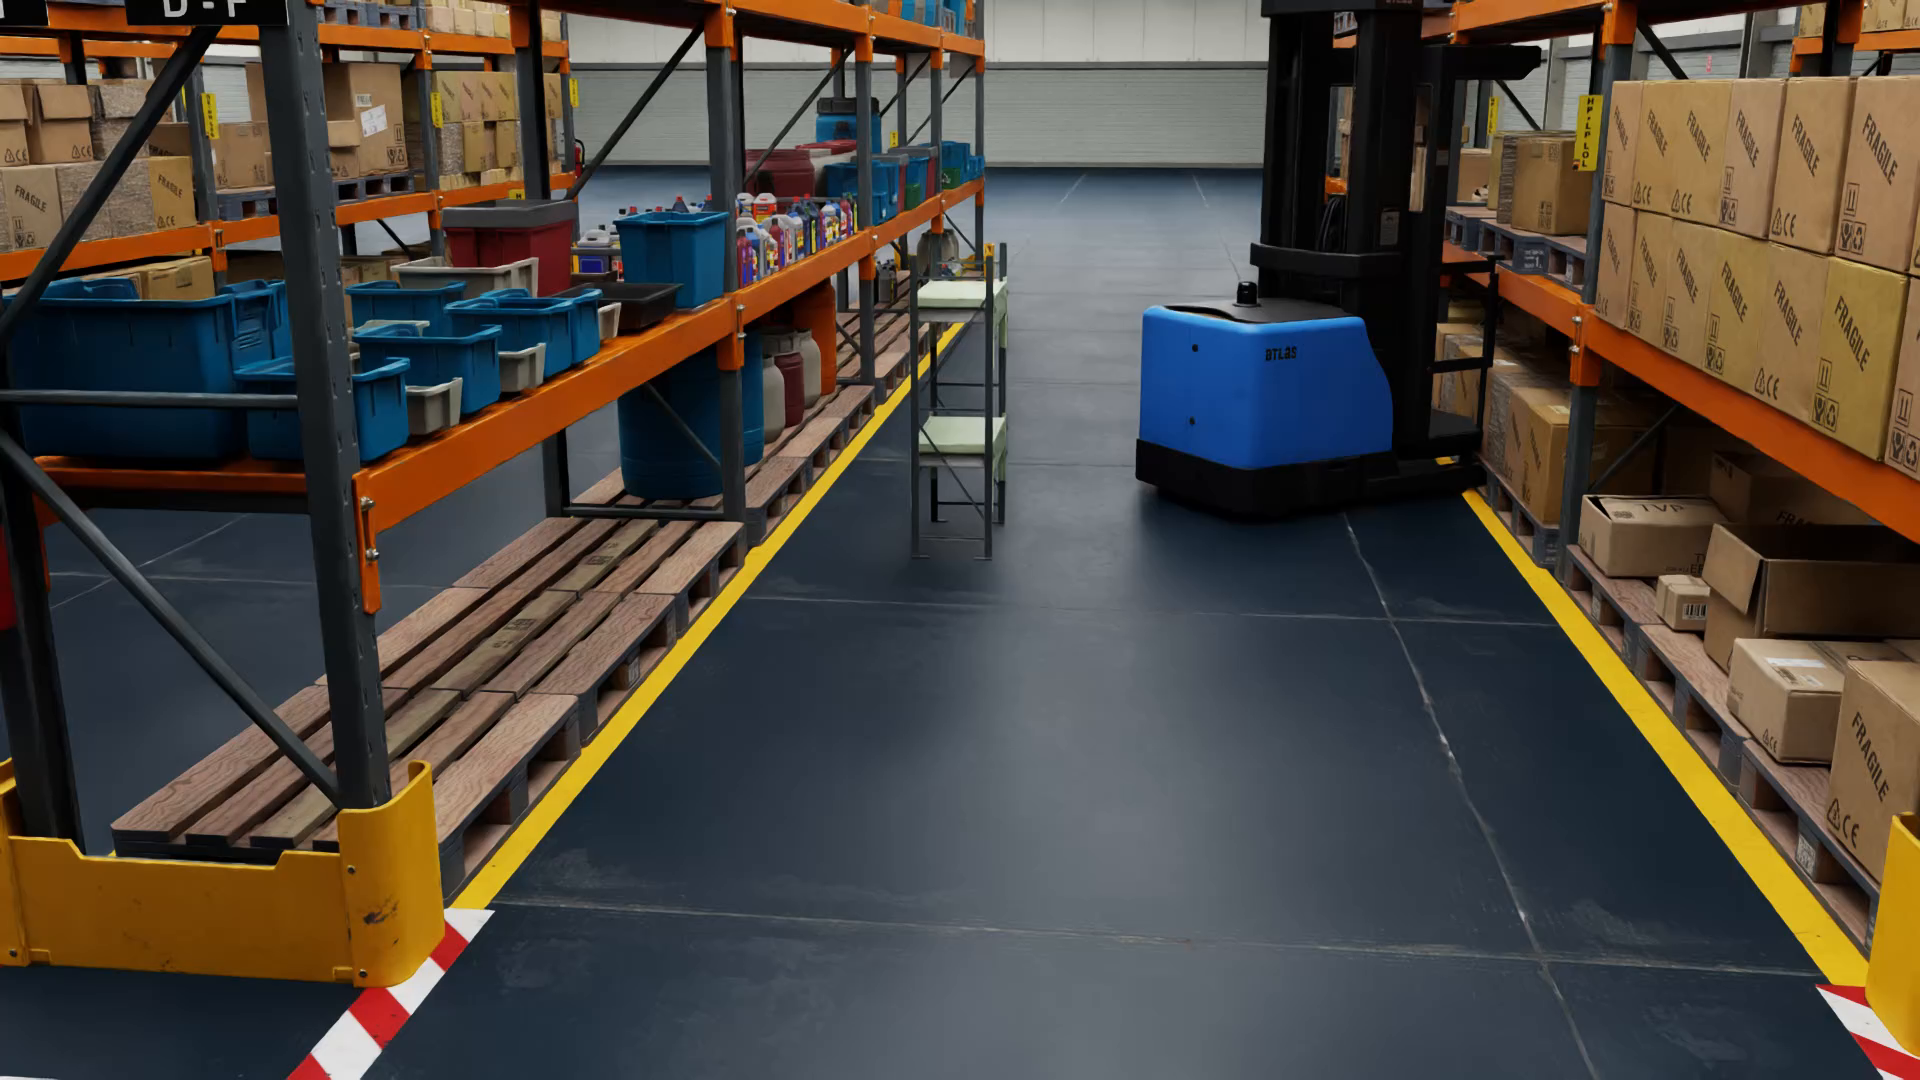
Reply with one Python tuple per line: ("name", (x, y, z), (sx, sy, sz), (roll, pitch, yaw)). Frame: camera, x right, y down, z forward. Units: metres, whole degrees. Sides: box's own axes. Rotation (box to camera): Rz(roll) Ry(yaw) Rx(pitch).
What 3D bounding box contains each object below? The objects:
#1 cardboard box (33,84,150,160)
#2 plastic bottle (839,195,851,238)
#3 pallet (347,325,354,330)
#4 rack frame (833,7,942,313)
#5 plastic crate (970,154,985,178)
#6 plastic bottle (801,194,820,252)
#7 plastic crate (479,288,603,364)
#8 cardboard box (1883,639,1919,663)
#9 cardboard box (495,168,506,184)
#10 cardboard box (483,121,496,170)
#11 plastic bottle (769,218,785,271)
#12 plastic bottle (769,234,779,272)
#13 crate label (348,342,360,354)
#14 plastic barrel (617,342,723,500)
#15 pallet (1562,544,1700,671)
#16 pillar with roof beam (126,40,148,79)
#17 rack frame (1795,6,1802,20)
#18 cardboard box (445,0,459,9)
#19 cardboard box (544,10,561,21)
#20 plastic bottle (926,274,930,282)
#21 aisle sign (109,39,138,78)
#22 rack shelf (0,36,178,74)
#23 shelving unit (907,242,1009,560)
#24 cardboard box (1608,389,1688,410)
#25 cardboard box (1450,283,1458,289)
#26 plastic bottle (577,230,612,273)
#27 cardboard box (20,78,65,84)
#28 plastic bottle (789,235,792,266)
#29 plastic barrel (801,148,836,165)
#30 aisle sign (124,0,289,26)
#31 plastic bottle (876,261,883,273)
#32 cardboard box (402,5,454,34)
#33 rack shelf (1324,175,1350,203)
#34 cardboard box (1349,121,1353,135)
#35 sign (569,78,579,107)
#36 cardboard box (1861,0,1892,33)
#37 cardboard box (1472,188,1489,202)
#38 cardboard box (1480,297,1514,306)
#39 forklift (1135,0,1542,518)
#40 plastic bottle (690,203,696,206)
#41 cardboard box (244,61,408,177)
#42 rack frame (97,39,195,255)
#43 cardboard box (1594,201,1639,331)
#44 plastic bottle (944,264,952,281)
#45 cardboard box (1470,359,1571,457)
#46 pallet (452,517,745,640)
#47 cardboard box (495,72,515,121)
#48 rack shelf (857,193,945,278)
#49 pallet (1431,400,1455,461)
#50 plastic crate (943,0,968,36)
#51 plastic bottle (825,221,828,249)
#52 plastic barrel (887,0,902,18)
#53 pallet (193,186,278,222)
("cardboard box", (-6.147, -2.909, 11.560), (0.797, 0.503, 0.637), (2, 15, 8))
("plastic bottle", (-0.775, -2.186, 11.224), (0.061, 0.283, 0.133), (2, 15, 6))
("pallet", (-5.819, -1.738, 14.684), (1.003, 0.211, 1.213), (2, 15, 6))
("rack frame", (-0.676, -3.457, 15.701), (1.000, 3.000, 0.127), (2, 15, 6))
("plastic crate", (0.016, -4.284, 19.045), (0.499, 0.251, 0.616), (2, 15, 6))
("plastic bottle", (-0.937, -1.942, 10.192), (0.144, 0.351, 0.185), (2, 15, 6))
("plastic crate", (-1.493, -0.767, 5.957), (0.416, 0.233, 0.300), (2, 15, 6))
("cardboard box", (3.347, 0.525, 5.399), (0.500, 0.250, 0.500), (2, 15, 6))
("cardboard box", (-5.118, -3.918, 17.887), (0.380, 0.149, 0.250), (2, 15, 6))
("cardboard box", (-5.437, -4.171, 17.580), (0.875, 0.500, 0.500), (2, 15, 6))
("plastic bottle", (-1.013, -1.639, 9.200), (0.061, 0.283, 0.133), (2, 15, 6))
("plastic bottle", (-1.044, -1.570, 9.102), (0.097, 0.201, 0.097), (0, 15, 0))
("crate label", (-2.064, -0.611, 5.566), (0.396, 0.136, 0.243), (2, 15, 6))
("plastic barrel", (-1.500, -0.713, 8.767), (0.600, 0.901, 0.708), (2, 15, 6))
("pallet", (3.264, 0.289, 7.190), (1.003, 0.211, 1.213), (2, 15, 6))
("pillar with roof beam", (-14.591, -12.361, 37.137), (9.100, 9.000, 0.400), (2, 15, 6))
("rack frame", (9.619, -7.099, 17.676), (1.000, 3.000, 0.127), (2, 15, 6))
("cardboard box", (-5.240, -5.387, 16.616), (0.380, 0.149, 0.250), (2, 15, 7))
("cardboard box", (-4.867, -6.127, 19.353), (0.380, 0.149, 0.250), (2, 15, 6))
("plastic bottle", (-0.301, -2.516, 16.580), (0.061, 0.283, 0.133), (2, 15, 6))
("aisle sign", (-10.353, -6.095, 20.476), (0.394, 0.787, 0.004), (2, 15, 6))
("rack shelf", (-10.289, -5.395, 18.499), (1.077, 0.370, 4.000), (2, 15, 6))
("shelving unit", (0.001, -0.726, 8.473), (0.431, 1.500, 0.755), (2, 15, 6))
("cardboard box", (3.688, -0.498, 8.704), (0.500, 0.500, 0.500), (2, 15, 7))
("cardboard box", (3.779, -1.958, 13.545), (0.500, 0.311, 0.500), (2, 15, 8))
("plastic bottle", (-1.855, -1.434, 8.457), (0.152, 0.276, 0.135), (2, 15, 6))
("cardboard box", (-10.294, -4.746, 18.111), (0.875, 0.550, 0.550), (2, 15, 6))
("plastic bottle", (-1.003, -1.665, 9.453), (0.097, 0.201, 0.097), (0, 15, 0))
("plastic barrel", (-1.176, -2.856, 13.264), (0.421, 0.512, 0.421), (0, 15, 0))
("aisle sign", (-1.743, -1.572, 3.750), (0.394, 0.787, 0.004), (2, 15, 6))
("plastic bottle", (-0.832, -2.700, 17.132), (0.144, 0.351, 0.185), (2, 15, 6))
("cardboard box", (-5.292, -5.088, 16.272), (0.500, 0.250, 0.500), (1, 15, 4))
("rack shelf", (4.471, -3.482, 17.170), (1.077, 0.370, 4.000), (2, 15, 6))
("cardboard box", (4.324, -4.346, 17.554), (0.380, 0.149, 0.250), (1, 15, 4))
("sign", (-4.597, -5.331, 19.805), (0.100, 0.325, 0.005), (2, 15, 6))
("cardboard box", (9.143, -5.217, 16.232), (0.500, 0.500, 0.500), (3, 15, 10))
("cardboard box", (3.878, -2.323, 11.677), (0.500, 0.311, 0.500), (3, 15, 10))
("cardboard box", (4.196, -1.683, 12.527), (0.500, 0.311, 0.500), (1, 15, 5))
("forklift", (2.564, -1.793, 9.680), (3.031, 2.935, 1.130), (-8, 17, -28))
("plastic bottle", (-1.673, -1.962, 10.396), (0.061, 0.283, 0.133), (2, 15, 6))
("cardboard box", (-5.826, -3.894, 15.361), (1.000, 1.000, 1.000), (2, 15, 7))
("rack frame", (-10.063, -4.813, 20.714), (1.000, 3.000, 0.127), (2, 15, 6))
("cardboard box", (3.014, -1.160, 7.012), (0.500, 0.500, 0.500), (2, 15, 8))
("plastic bottle", (-0.151, -2.637, 16.900), (0.144, 0.351, 0.185), (1, 15, 4))
("cardboard box", (3.290, -0.768, 9.700), (0.500, 0.500, 0.500), (1, 15, 4))
("pallet", (-1.623, 0.156, 7.682), (1.003, 0.211, 1.213), (2, 15, 6))
("cardboard box", (-5.137, -4.776, 17.902), (0.500, 0.500, 0.500), (2, 15, 6))
("rack shelf", (-0.902, -2.591, 13.877), (1.077, 0.370, 4.000), (2, 15, 6))
("pallet", (3.672, -0.734, 10.973), (1.003, 0.211, 1.213), (2, 15, 6))
("plastic crate", (-0.141, -5.432, 17.286), (0.392, 0.384, 0.575), (2, 15, 6))
("plastic bottle", (-0.883, -1.940, 10.472), (0.097, 0.201, 0.097), (0, 15, 0))
("plastic barrel", (-0.745, -4.451, 12.808), (0.600, 0.830, 0.708), (2, 15, 6))
("pallet", (-6.074, -2.661, 13.124), (1.213, 0.211, 1.003), (2, 15, 6))
